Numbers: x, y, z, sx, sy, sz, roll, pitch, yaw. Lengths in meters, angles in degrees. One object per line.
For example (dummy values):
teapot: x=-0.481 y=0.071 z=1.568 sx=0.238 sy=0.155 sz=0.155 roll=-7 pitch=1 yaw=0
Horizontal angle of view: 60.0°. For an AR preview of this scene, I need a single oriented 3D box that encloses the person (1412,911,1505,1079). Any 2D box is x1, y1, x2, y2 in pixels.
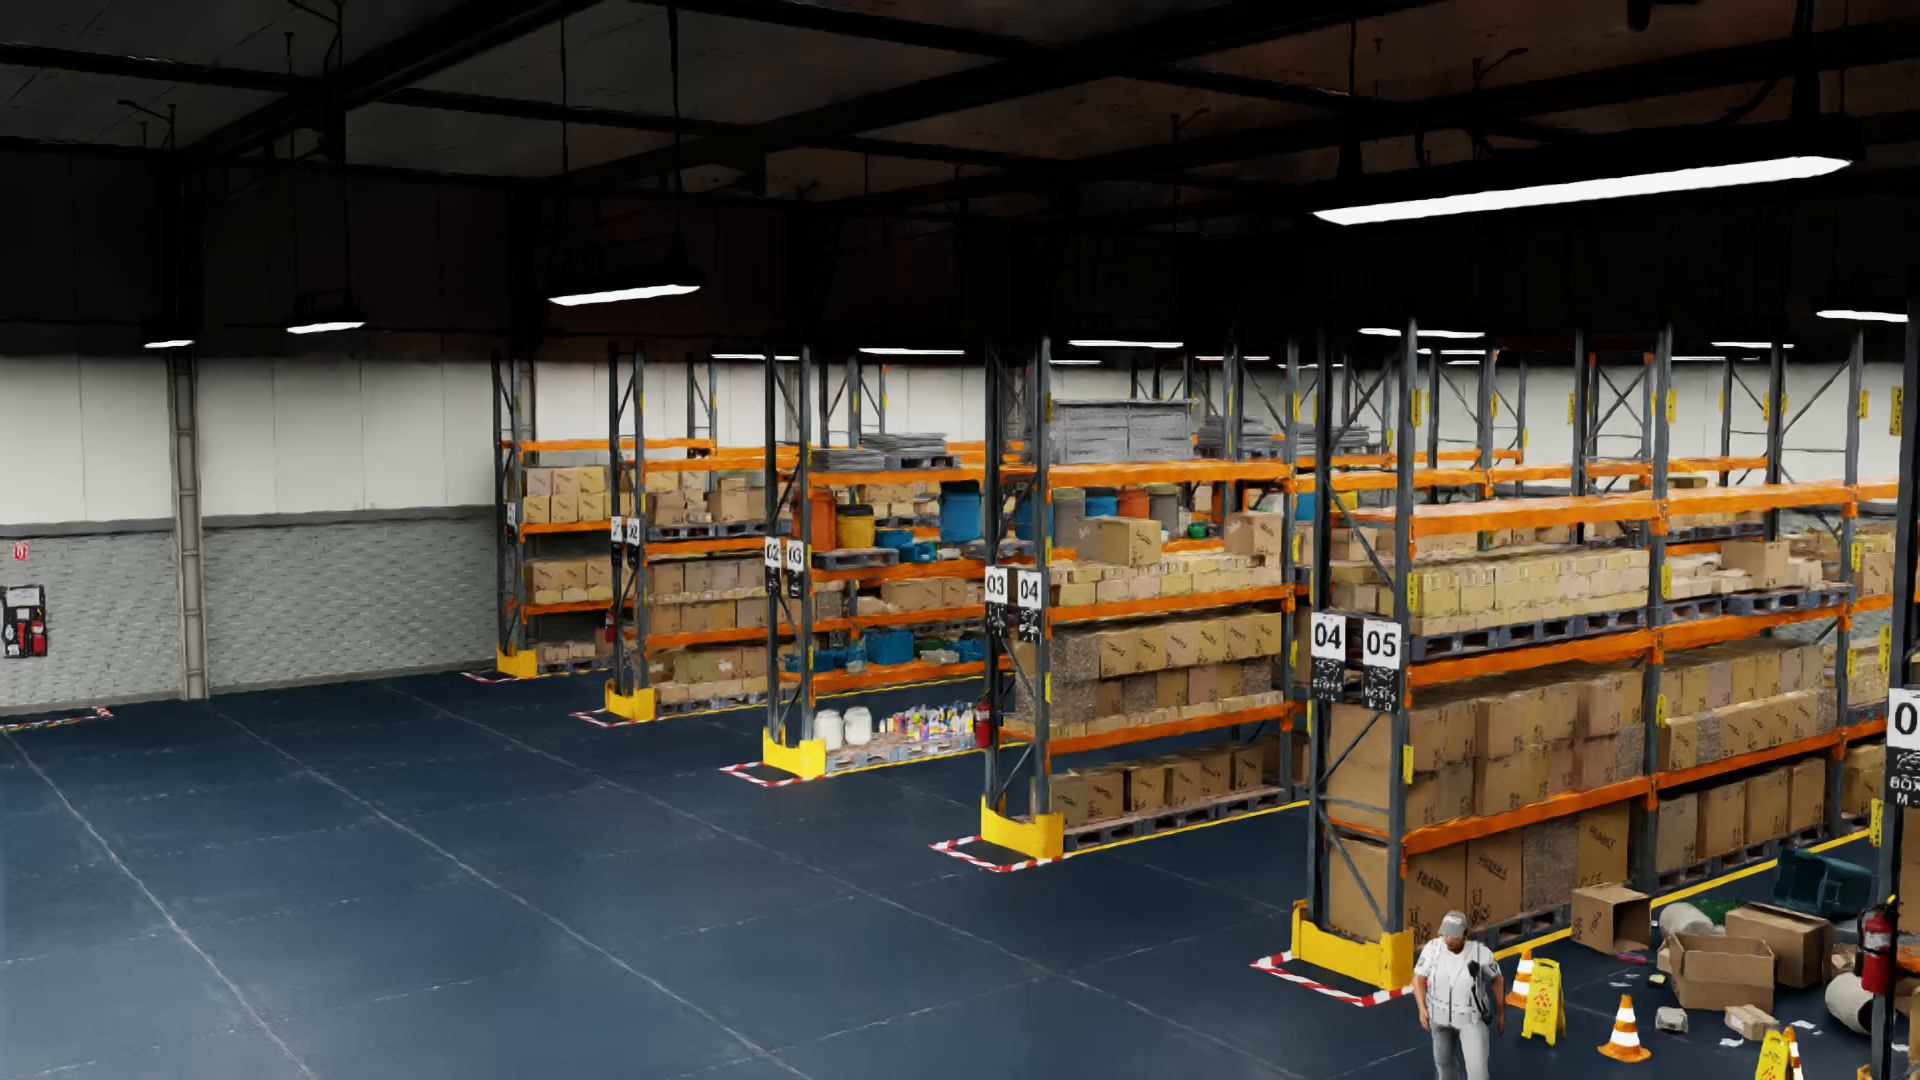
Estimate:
person: x=3.521 y=3.342 z=11.629 sx=0.664 sy=1.598 sz=0.797 roll=3 pitch=6 yaw=34
